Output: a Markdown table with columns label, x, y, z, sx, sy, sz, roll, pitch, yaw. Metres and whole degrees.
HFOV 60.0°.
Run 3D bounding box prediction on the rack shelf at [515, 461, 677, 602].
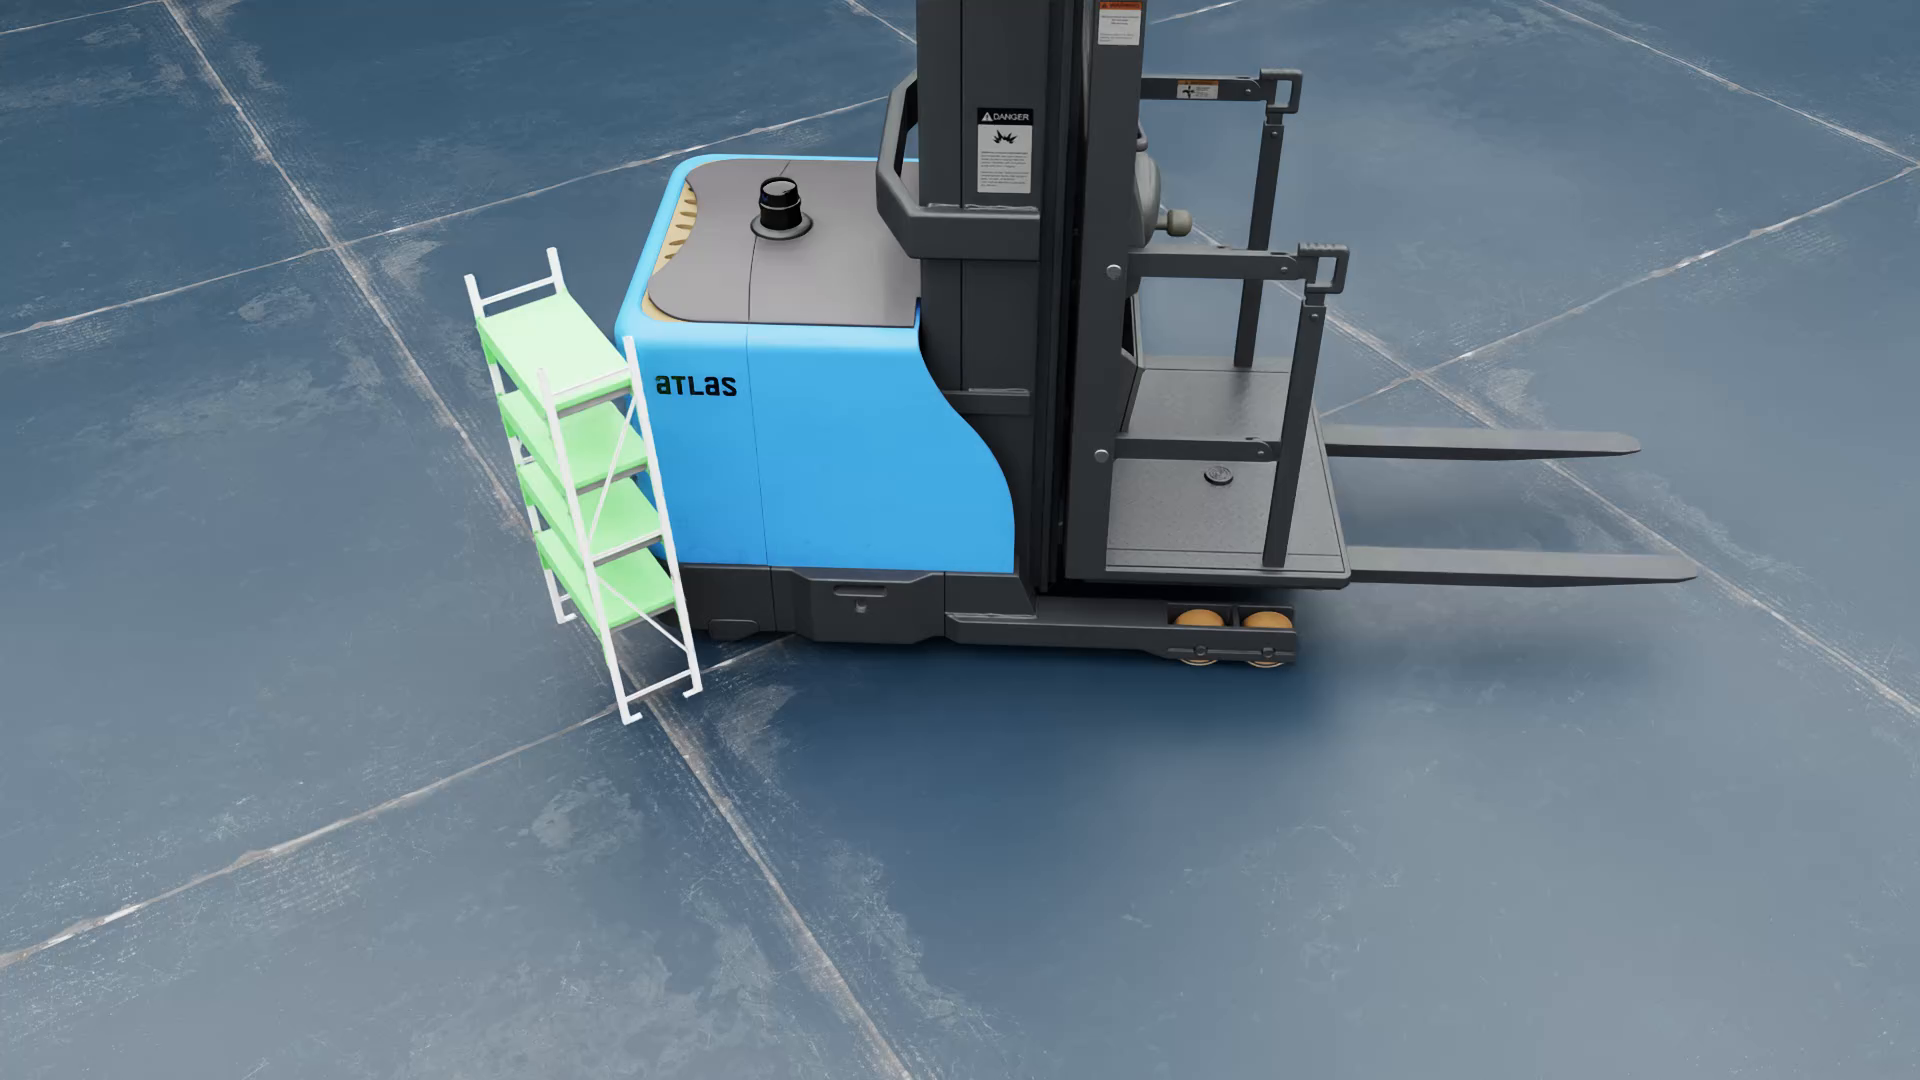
| label | x | y | z | sx | sy | sz | roll | pitch | yaw |
| --- | --- | --- | --- | --- | --- | --- | --- | --- | --- |
| rack shelf | -0.984 | -0.069 | 4.487 | 0.258 | 0.148 | 0.480 | -24 | 45 | -22 |

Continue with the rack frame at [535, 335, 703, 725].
| label | x | y | z | sx | sy | sz | roll | pitch | yaw |
| --- | --- | --- | --- | --- | --- | --- | --- | --- | --- |
| rack frame | -0.857 | 0.015 | 4.286 | 0.240 | 1.200 | 0.015 | -24 | 45 | -22 |

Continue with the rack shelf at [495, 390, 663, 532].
| label | x | y | z | sx | sy | sz | roll | pitch | yaw |
| --- | --- | --- | --- | --- | --- | --- | --- | --- | --- |
| rack shelf | -0.993 | -0.250 | 4.329 | 0.258 | 0.148 | 0.480 | -24 | 45 | -22 |

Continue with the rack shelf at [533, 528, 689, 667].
| label | x | y | z | sx | sy | sz | roll | pitch | yaw |
| --- | --- | --- | --- | --- | --- | --- | --- | --- | --- |
| rack shelf | -0.976 | 0.112 | 4.644 | 0.258 | 0.148 | 0.480 | -24 | 45 | -22 |

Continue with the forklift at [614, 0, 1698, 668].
| label | x | y | z | sx | sy | sz | roll | pitch | yaw |
| --- | --- | --- | --- | --- | --- | --- | --- | --- | --- |
| forklift | 0.626 | -1.108 | 4.290 | 3.031 | 2.935 | 1.130 | 2 | 40 | 2 |

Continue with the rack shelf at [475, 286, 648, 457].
| label | x | y | z | sx | sy | sz | roll | pitch | yaw |
| --- | --- | --- | --- | --- | --- | --- | --- | --- | --- |
| rack shelf | -1.002 | -0.431 | 4.172 | 0.258 | 0.148 | 0.480 | -24 | 45 | -22 |

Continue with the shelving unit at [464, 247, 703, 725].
| label | x | y | z | sx | sy | sz | roll | pitch | yaw |
| --- | --- | --- | --- | --- | --- | --- | --- | --- | --- |
| shelving unit | -0.987 | -0.117 | 4.445 | 0.258 | 1.200 | 0.503 | -24 | 45 | -22 |

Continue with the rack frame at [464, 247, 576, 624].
| label | x | y | z | sx | sy | sz | roll | pitch | yaw |
| --- | --- | --- | --- | --- | --- | --- | --- | --- | --- |
| rack frame | -1.116 | -0.250 | 4.604 | 0.240 | 1.200 | 0.015 | -24 | 45 | -22 |
